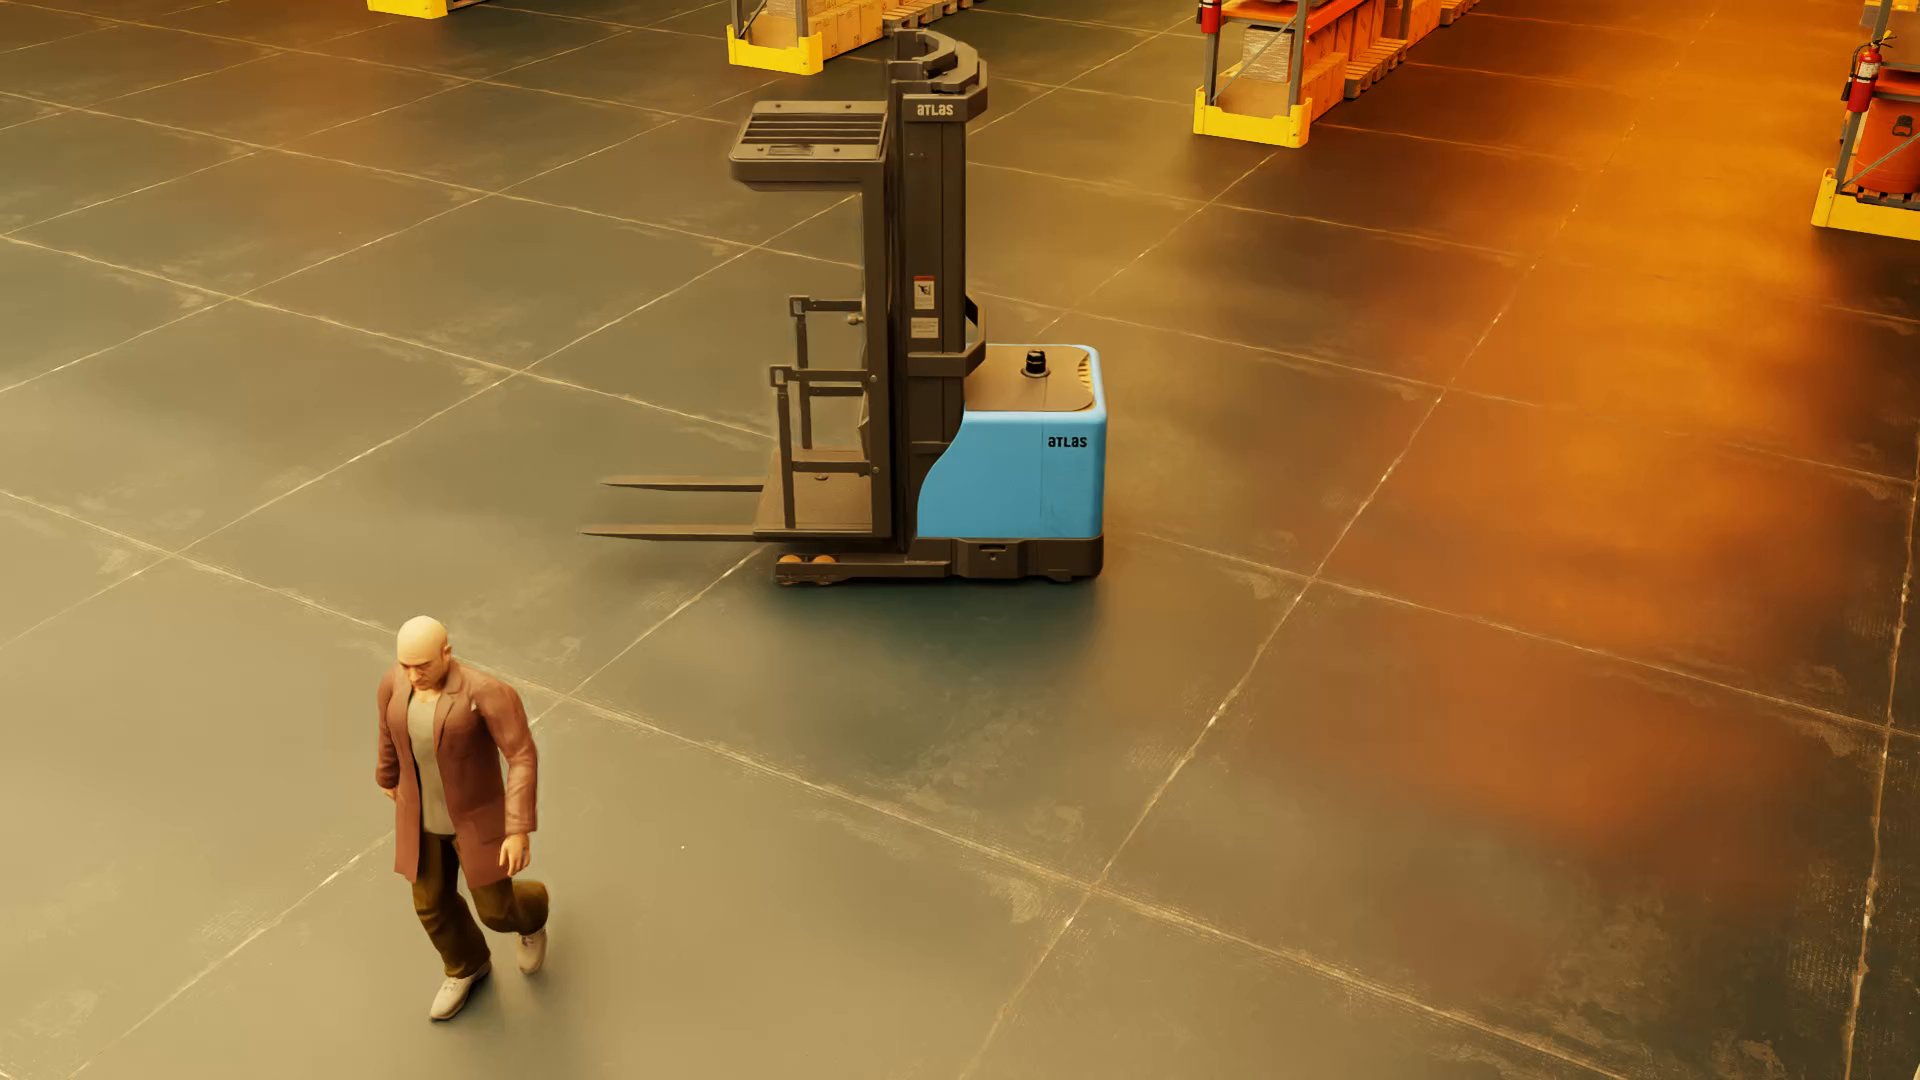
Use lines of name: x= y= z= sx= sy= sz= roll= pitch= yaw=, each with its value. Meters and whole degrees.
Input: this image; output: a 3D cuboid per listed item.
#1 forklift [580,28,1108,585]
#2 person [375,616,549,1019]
forklift: x=-0.685 y=-1.275 z=9.281 sx=3.031 sy=2.935 sz=1.130 roll=0 pitch=30 yaw=1
person: x=-1.933 y=1.040 z=6.445 sx=0.826 sy=1.760 sz=0.598 roll=6 pitch=31 yaw=10
